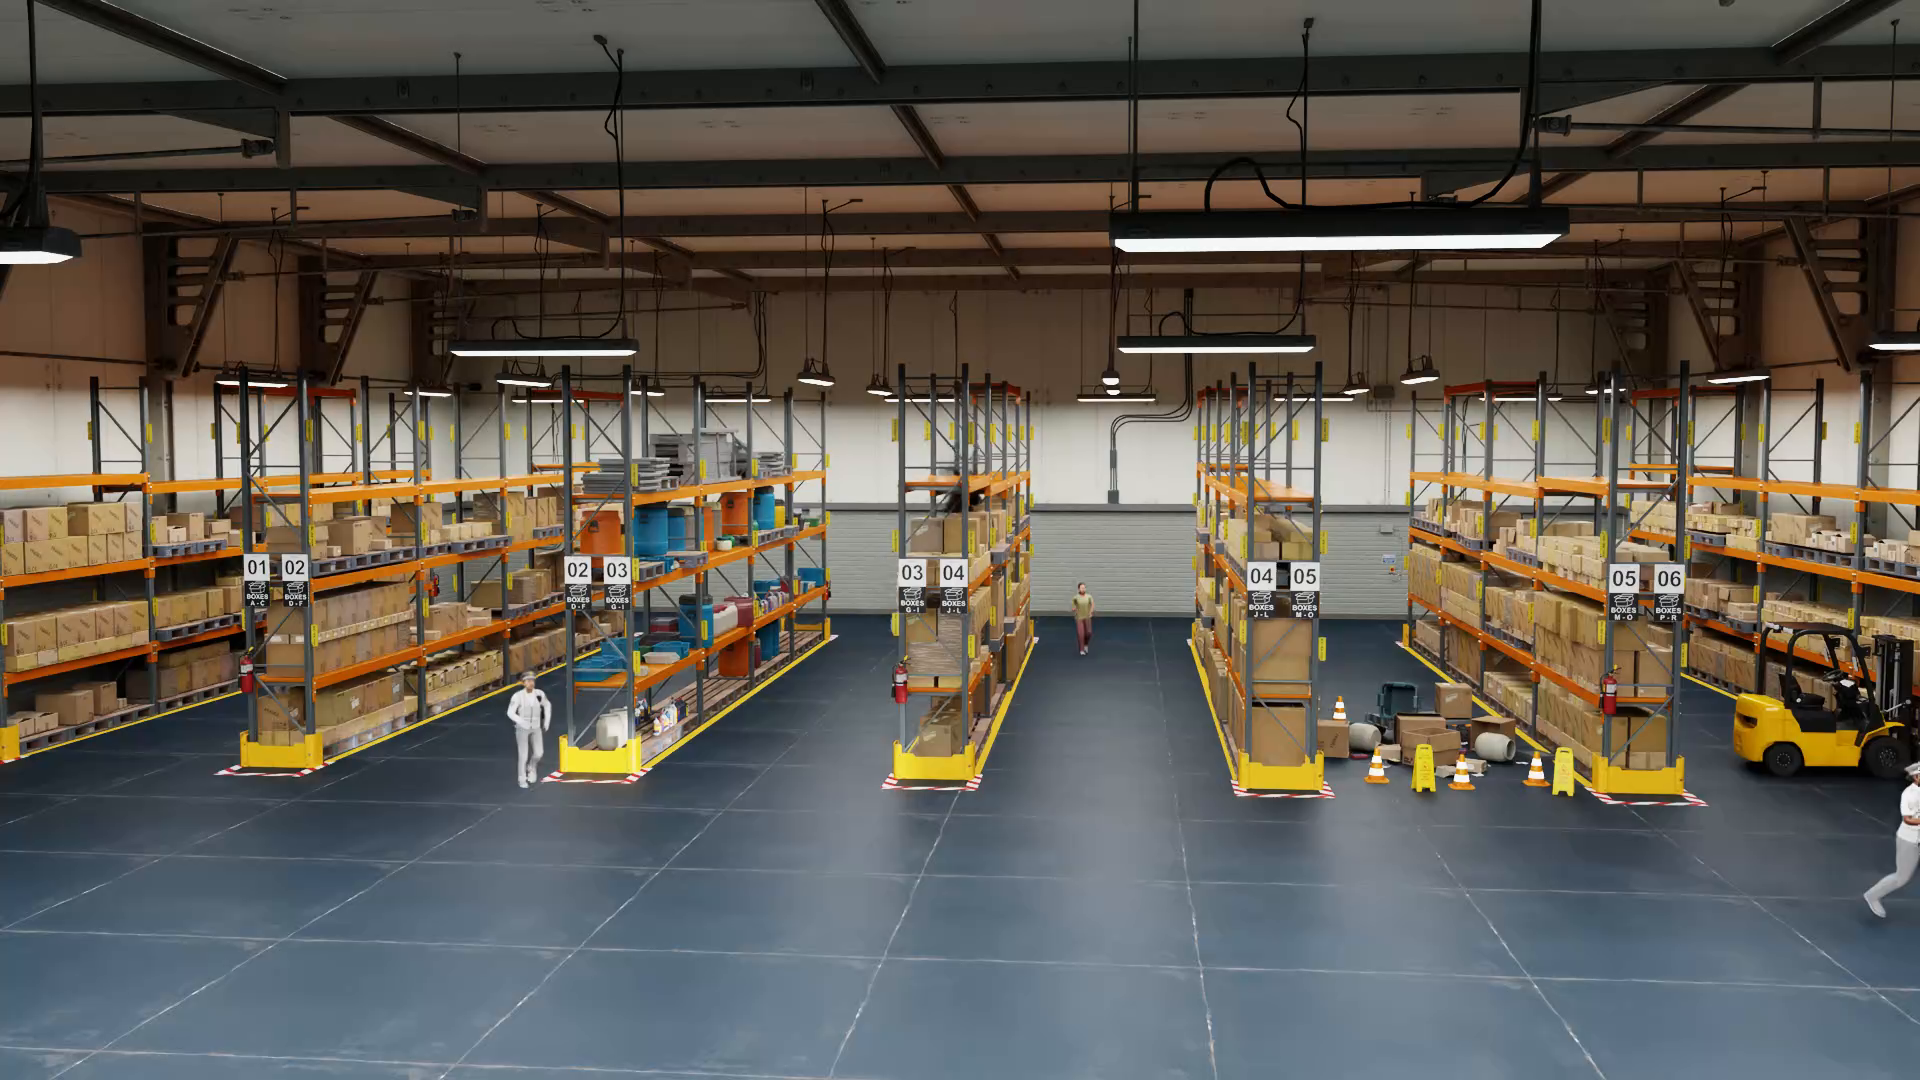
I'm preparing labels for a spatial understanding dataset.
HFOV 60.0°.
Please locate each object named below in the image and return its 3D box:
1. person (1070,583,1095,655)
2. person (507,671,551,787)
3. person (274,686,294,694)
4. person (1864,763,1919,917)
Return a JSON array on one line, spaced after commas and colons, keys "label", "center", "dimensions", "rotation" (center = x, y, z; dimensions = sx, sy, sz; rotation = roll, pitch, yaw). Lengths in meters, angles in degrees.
[{"label": "person", "center": [2.771, 1.780, 37.395], "dimensions": [0.571, 1.626, 0.534], "rotation": [0, 4, -4]}, {"label": "person", "center": [-6.045, 2.667, 23.460], "dimensions": [0.658, 1.659, 0.510], "rotation": [-2, 4, -29]}, {"label": "person", "center": [-11.654, 2.397, 28.686], "dimensions": [0.522, 1.553, 0.577], "rotation": [-1, 4, -8]}, {"label": "person", "center": [9.635, 3.054, 16.798], "dimensions": [0.604, 1.703, 0.900], "rotation": [-2, 4, -33]}]
